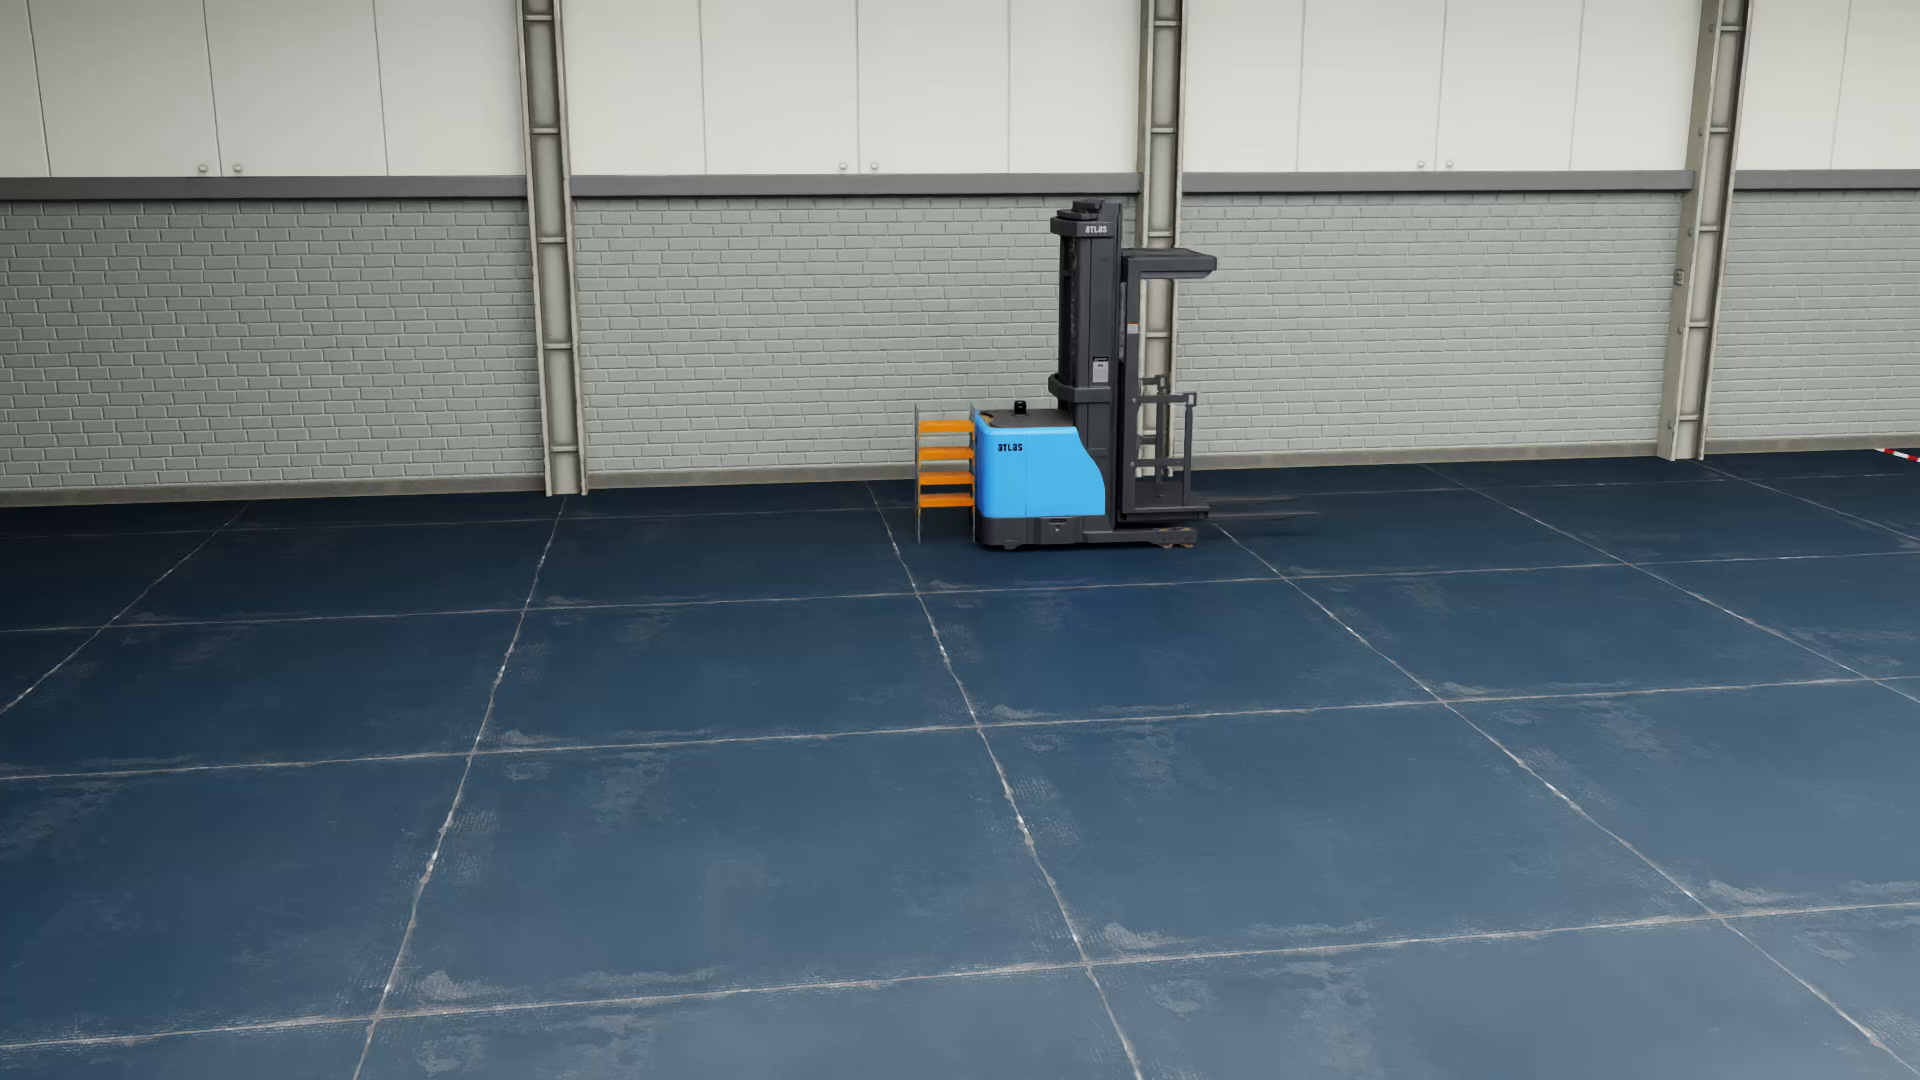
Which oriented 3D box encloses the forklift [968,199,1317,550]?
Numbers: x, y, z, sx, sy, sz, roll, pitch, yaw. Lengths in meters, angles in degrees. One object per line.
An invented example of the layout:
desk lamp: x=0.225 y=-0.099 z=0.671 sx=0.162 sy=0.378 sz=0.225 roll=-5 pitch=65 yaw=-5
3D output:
forklift: x=1.631 y=-1.477 z=14.585 sx=3.031 sy=2.935 sz=1.130 roll=-2 pitch=14 yaw=-7

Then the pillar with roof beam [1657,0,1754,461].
pillar with roof beam: x=8.583 y=-4.242 z=13.136 sx=0.400 sy=9.000 sz=9.100 roll=-2 pitch=14 yaw=-8

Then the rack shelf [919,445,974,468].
rack shelf: x=-0.133 y=-0.731 z=14.528 sx=0.480 sy=0.148 sz=0.258 roll=-2 pitch=14 yaw=-7

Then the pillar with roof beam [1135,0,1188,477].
pillar with roof beam: x=2.650 y=-4.024 z=12.269 sx=0.400 sy=9.000 sz=9.100 roll=-2 pitch=14 yaw=-8

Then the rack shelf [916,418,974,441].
rack shelf: x=-0.133 y=-0.961 z=14.470 sx=0.480 sy=0.148 sz=0.258 roll=-2 pitch=14 yaw=-7

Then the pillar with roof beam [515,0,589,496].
pillar with roof beam: x=-3.283 y=-3.807 z=11.402 sx=0.400 sy=9.000 sz=9.100 roll=-2 pitch=14 yaw=-8

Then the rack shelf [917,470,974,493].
rack shelf: x=-0.133 y=-0.514 z=14.582 sx=0.480 sy=0.148 sz=0.258 roll=-2 pitch=14 yaw=-7

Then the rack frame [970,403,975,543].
rack frame: x=0.109 y=-0.587 z=14.597 sx=0.015 sy=1.200 sz=0.240 roll=-2 pitch=14 yaw=-7

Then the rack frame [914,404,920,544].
rack frame: x=-0.374 y=-0.572 z=14.535 sx=0.015 sy=1.200 sz=0.240 roll=-2 pitch=14 yaw=-7

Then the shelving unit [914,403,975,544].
shelving unit: x=-0.133 y=-0.579 z=14.566 sx=0.503 sy=1.200 sz=0.258 roll=-2 pitch=14 yaw=-7

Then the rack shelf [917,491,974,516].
rack shelf: x=-0.133 y=-0.322 z=14.630 sx=0.480 sy=0.148 sz=0.258 roll=-2 pitch=14 yaw=-7
